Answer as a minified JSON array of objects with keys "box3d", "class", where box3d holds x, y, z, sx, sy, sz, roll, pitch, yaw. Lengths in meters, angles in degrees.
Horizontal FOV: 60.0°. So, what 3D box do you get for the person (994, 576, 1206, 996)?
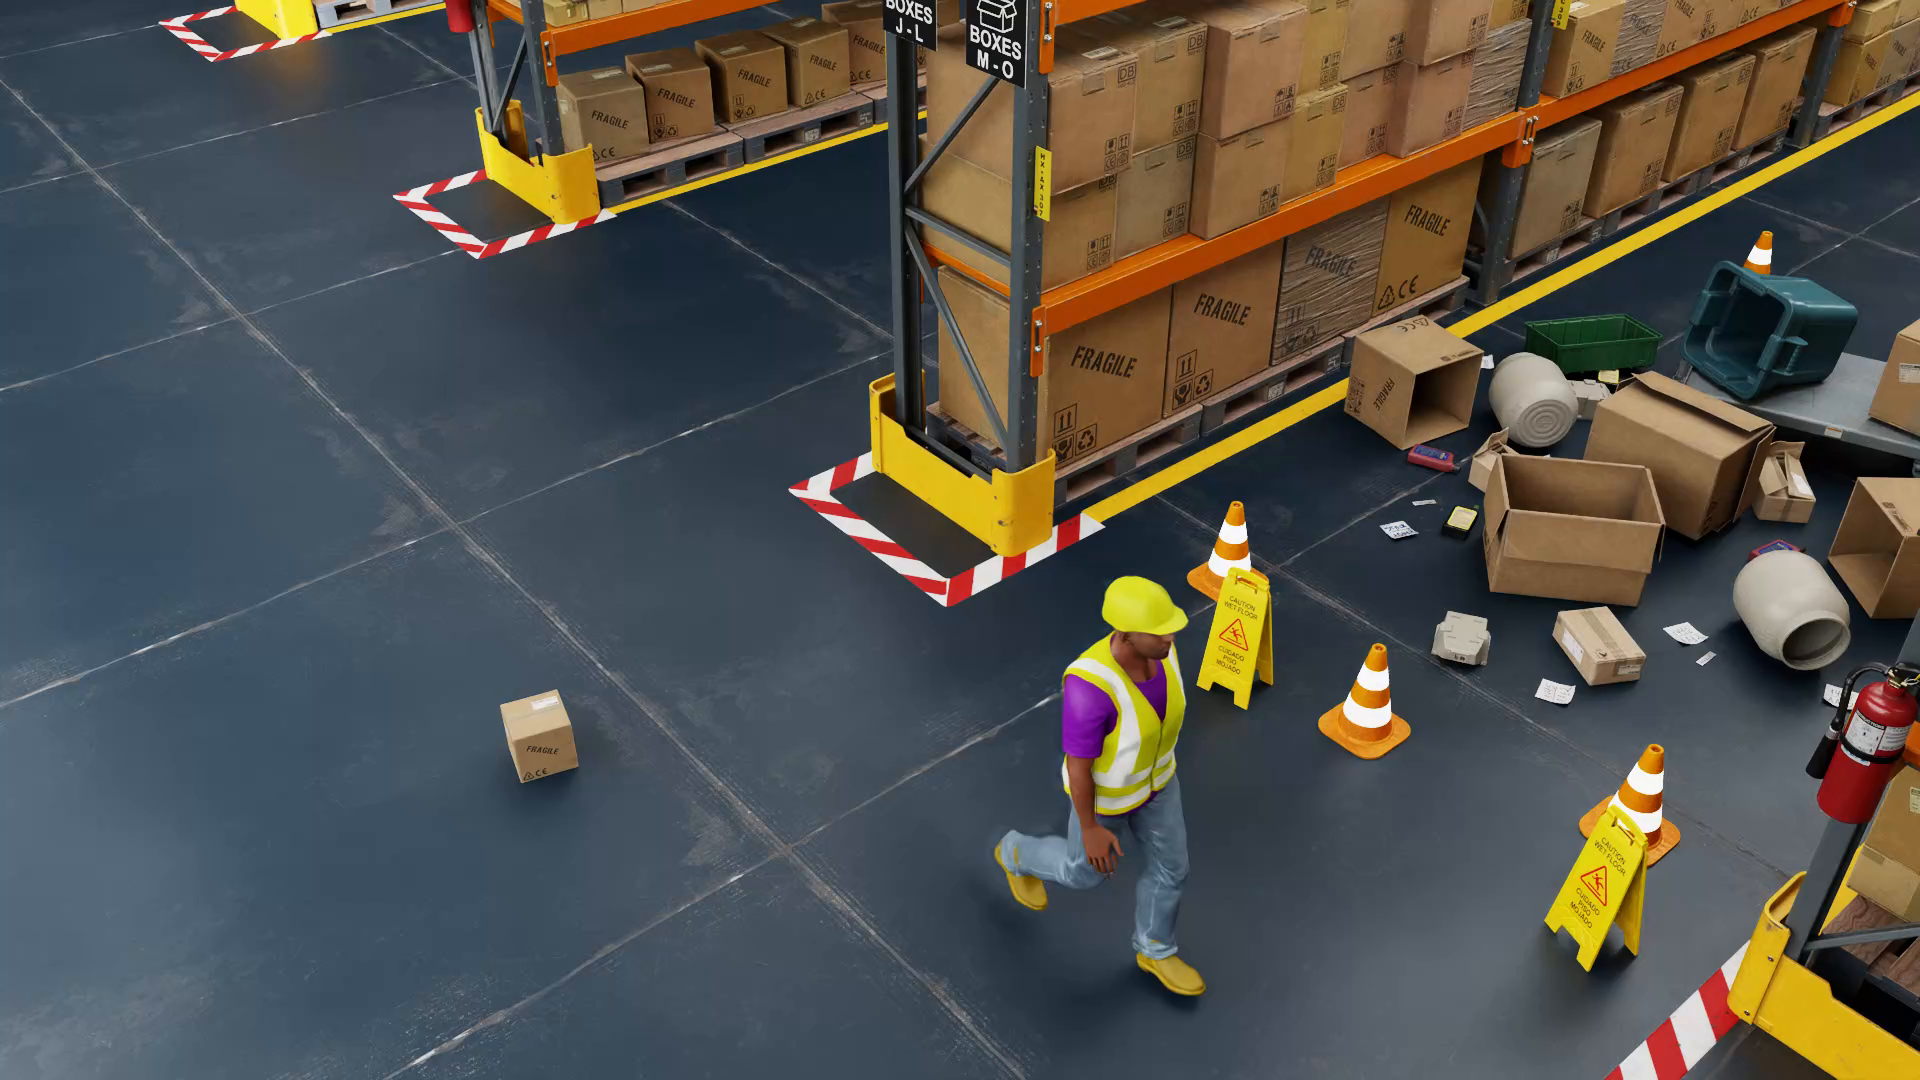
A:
[{"box3d":[0.542,0.827,5.902,0.579,1.730,0.938,-29,45,-34],"class":"person"}]
